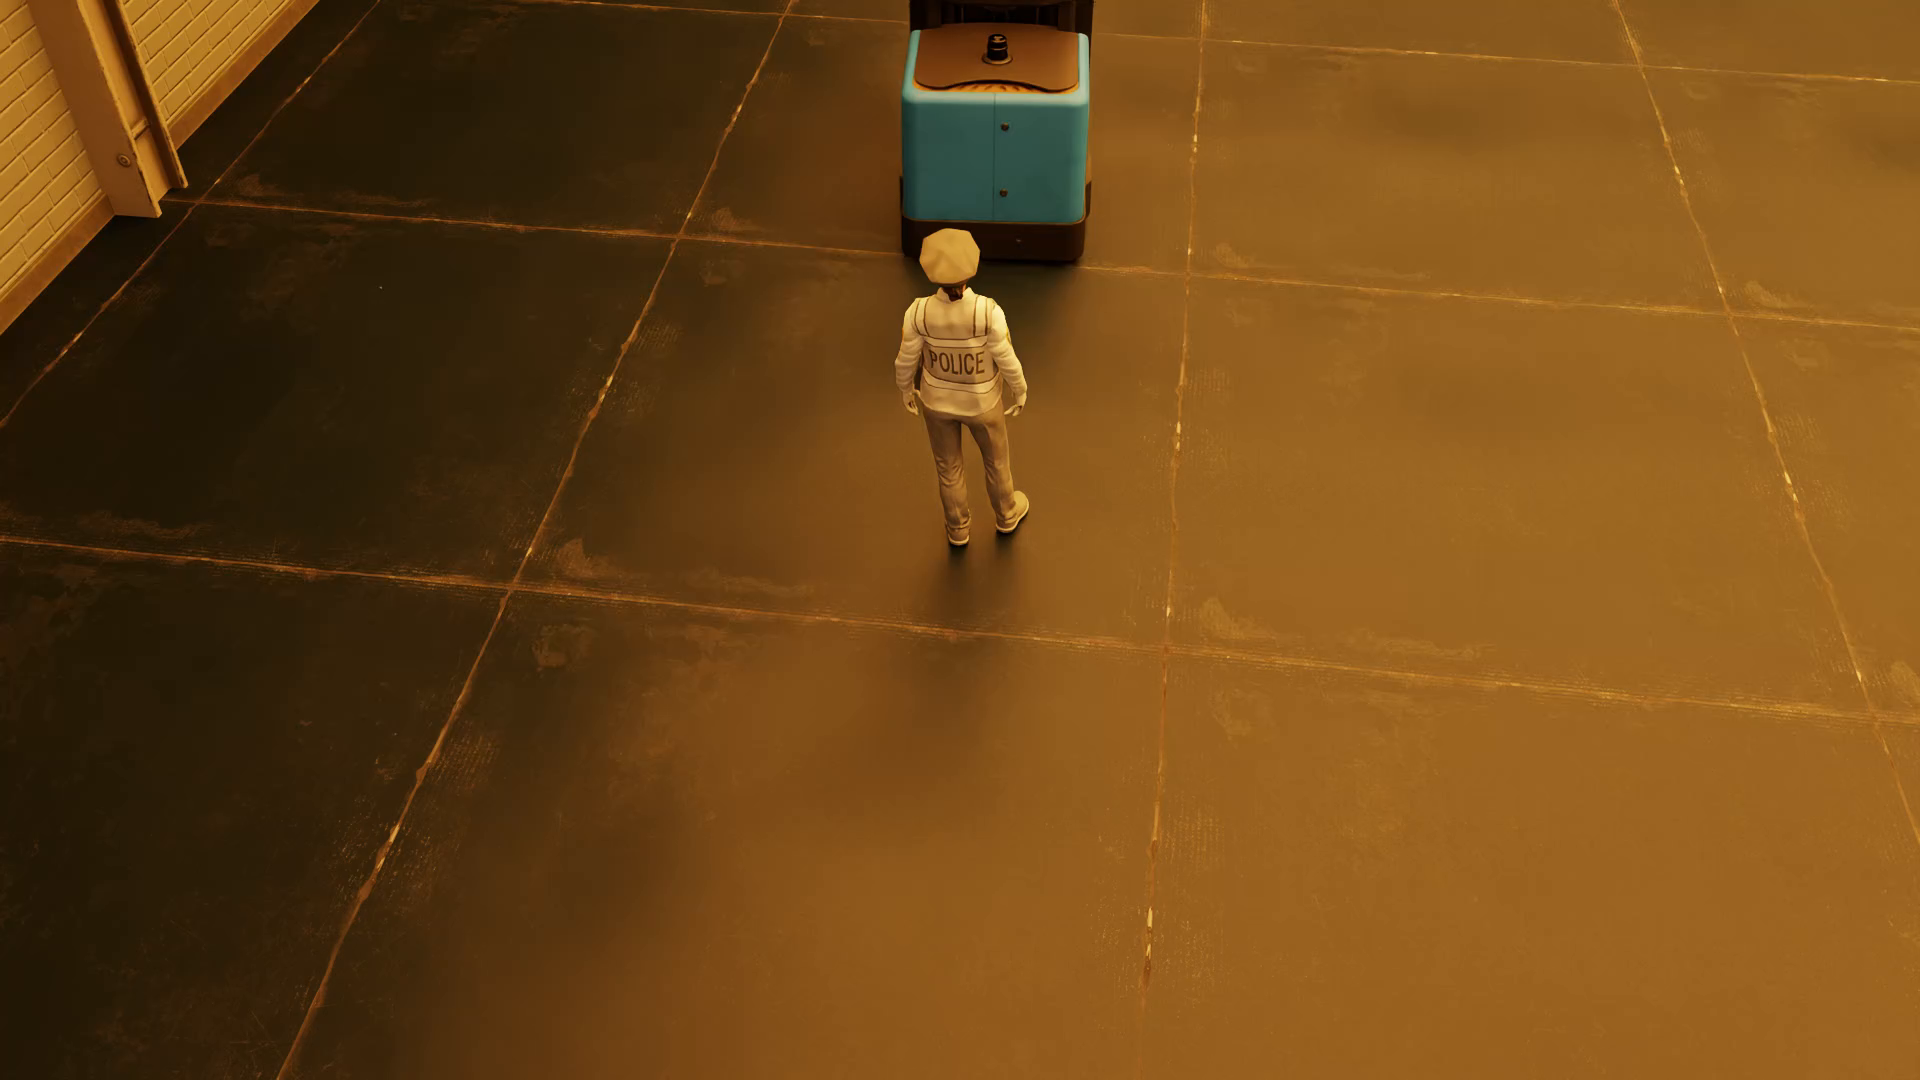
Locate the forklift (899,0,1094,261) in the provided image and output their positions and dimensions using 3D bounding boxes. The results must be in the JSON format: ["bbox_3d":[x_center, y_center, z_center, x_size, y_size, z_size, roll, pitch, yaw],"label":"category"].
[{"bbox_3d":[0.257,-3.663,9.712,1.130,2.935,3.031,2,43,2],"label":"forklift"}]

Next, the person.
[{"bbox_3d":[0.016,-0.675,7.362,0.588,1.695,0.531,5,43,6],"label":"person"}]
